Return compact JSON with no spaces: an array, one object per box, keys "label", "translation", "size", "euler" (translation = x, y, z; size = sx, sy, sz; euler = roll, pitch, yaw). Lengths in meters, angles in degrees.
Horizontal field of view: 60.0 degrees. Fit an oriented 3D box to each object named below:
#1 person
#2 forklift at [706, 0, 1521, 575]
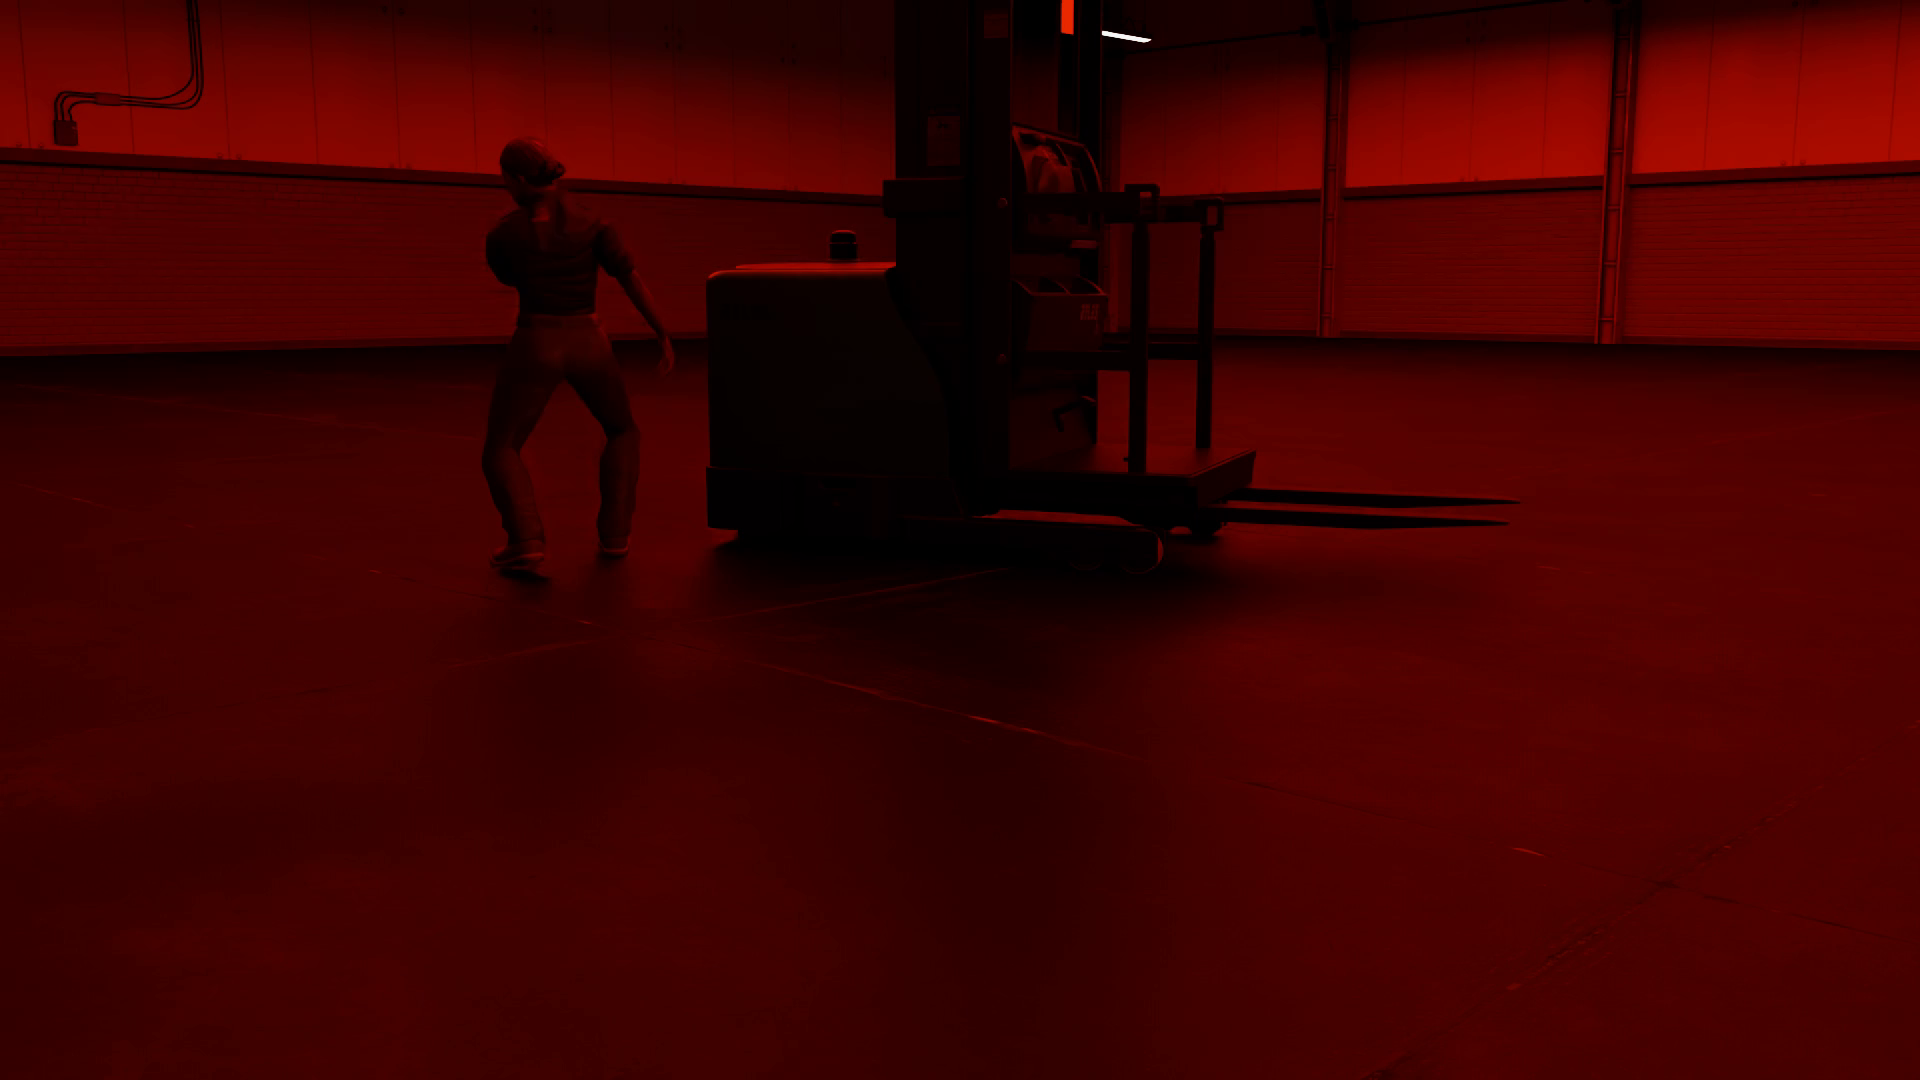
[{"label":"person","translation":[-1.428,-0.697,6.166],"size":[0.728,1.531,0.822],"euler":[-4,9,-24]},{"label":"forklift","translation":[0.565,-1.416,6.275],"size":[3.031,2.935,1.130],"euler":[3,9,22]}]
